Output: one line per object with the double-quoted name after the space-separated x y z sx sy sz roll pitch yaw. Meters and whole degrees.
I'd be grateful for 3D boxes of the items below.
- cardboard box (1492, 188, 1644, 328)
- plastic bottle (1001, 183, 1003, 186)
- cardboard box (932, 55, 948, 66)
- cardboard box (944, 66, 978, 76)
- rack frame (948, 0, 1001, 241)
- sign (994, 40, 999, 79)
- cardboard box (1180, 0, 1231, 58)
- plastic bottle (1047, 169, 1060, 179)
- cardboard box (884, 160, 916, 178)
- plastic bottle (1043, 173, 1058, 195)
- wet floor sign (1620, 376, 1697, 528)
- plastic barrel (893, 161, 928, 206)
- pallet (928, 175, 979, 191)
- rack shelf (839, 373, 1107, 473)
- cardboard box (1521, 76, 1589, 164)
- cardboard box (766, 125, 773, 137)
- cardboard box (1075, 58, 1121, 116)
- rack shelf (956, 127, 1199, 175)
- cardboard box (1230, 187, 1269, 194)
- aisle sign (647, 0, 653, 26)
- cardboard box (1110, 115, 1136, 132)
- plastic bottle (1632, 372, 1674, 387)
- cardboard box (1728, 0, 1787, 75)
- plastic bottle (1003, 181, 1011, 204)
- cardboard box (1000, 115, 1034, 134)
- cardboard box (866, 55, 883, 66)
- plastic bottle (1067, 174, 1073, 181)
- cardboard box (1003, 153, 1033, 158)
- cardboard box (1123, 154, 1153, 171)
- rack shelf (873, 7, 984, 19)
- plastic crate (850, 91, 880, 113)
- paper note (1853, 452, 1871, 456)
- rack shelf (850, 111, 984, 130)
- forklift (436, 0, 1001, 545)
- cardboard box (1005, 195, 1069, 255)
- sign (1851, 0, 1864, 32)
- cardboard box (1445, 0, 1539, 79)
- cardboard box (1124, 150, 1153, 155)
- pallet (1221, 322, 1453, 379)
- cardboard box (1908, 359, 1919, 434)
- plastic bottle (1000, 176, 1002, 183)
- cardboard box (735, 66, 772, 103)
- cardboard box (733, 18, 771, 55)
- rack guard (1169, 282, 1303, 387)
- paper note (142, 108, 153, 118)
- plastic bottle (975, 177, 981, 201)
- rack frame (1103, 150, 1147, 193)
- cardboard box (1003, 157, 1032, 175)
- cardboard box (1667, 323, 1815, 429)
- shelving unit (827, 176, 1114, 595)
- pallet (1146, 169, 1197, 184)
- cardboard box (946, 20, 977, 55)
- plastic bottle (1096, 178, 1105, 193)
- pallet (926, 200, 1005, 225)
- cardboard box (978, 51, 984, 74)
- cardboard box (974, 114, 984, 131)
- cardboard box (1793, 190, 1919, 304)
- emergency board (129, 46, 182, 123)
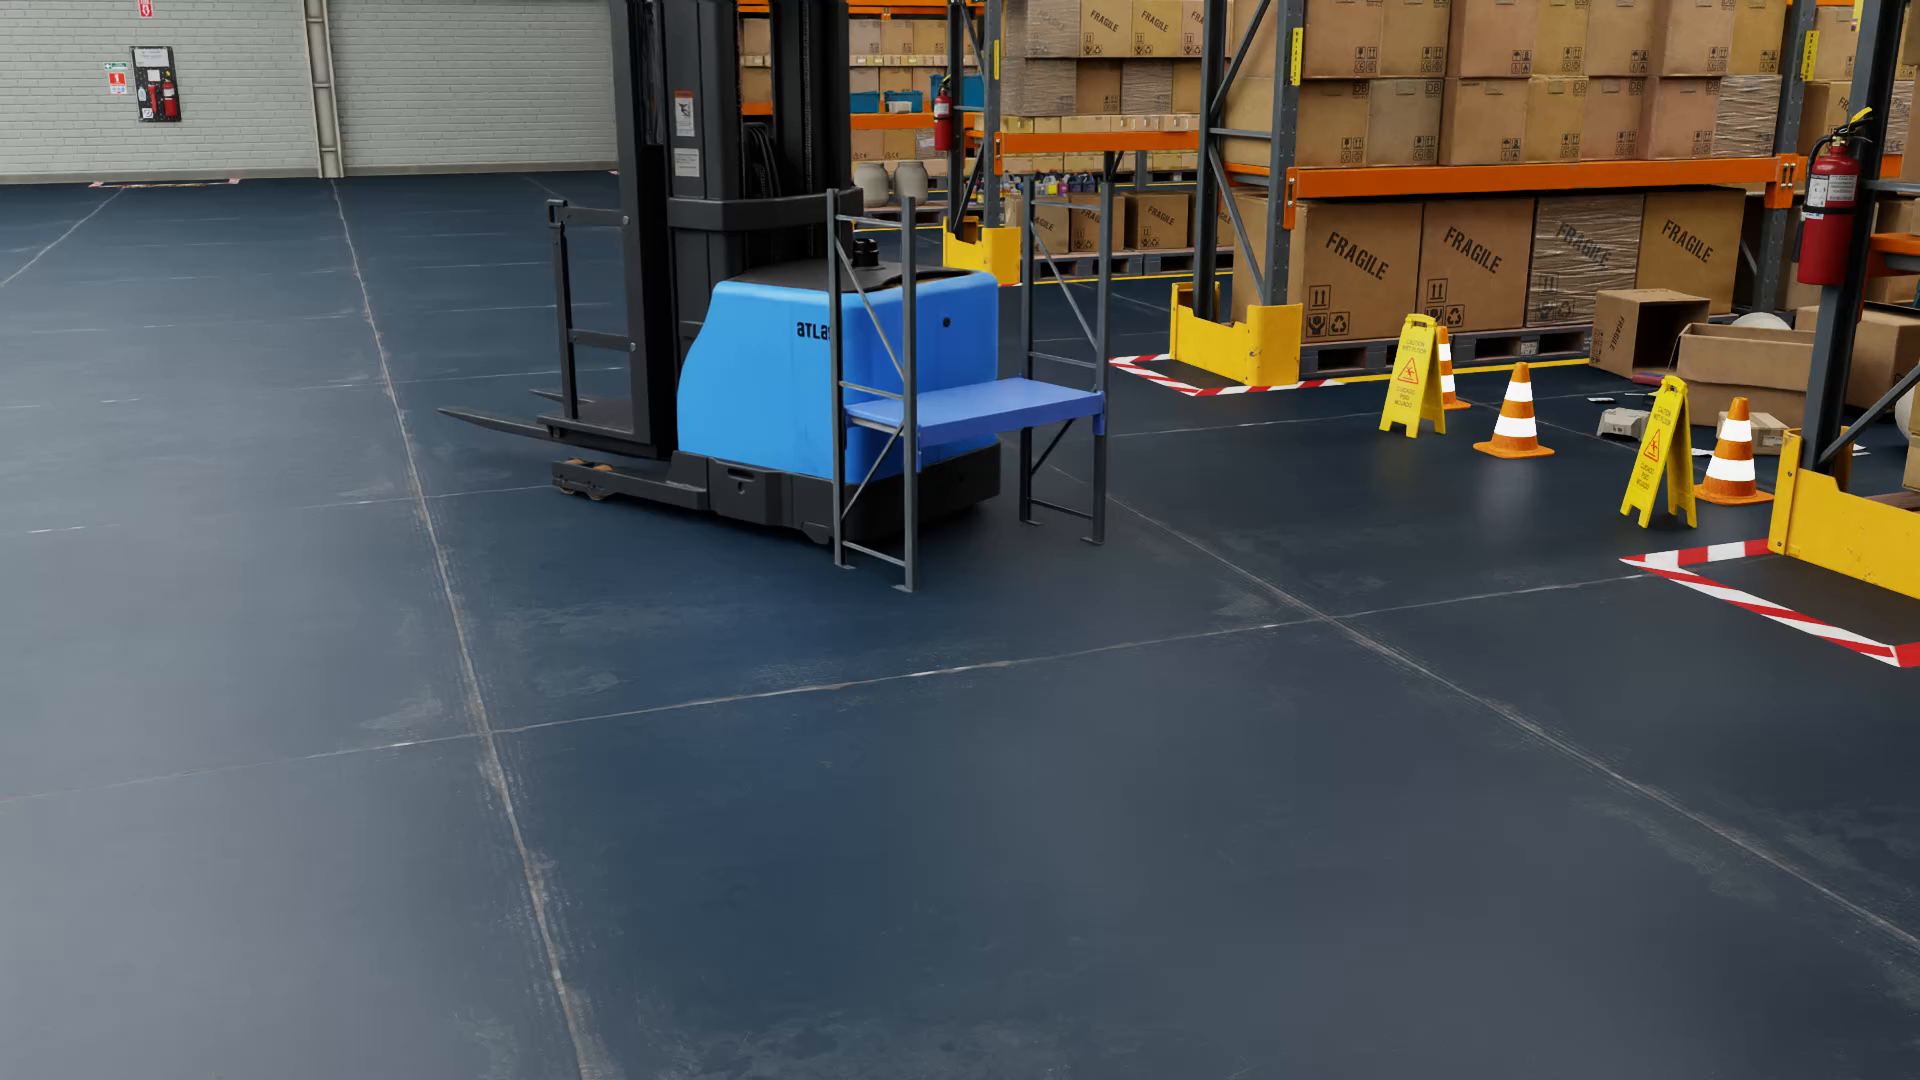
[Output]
4.083 -2.006 11.632 0.875 0.875 0.875 -6 17 -20 "cardboard box"
0.518 -4.368 20.834 0.097 0.201 0.097 0 16 0 "plastic bottle"
-0.338 -7.107 24.648 0.250 0.149 0.380 -7 18 -22 "cardboard box"
-0.098 -6.885 25.042 0.500 0.500 0.700 -7 18 -22 "cardboard box"
0.120 -3.873 14.963 0.127 3.000 1.000 -6 17 -20 "rack frame"
0.314 -4.146 14.355 0.005 0.325 0.100 -6 17 -20 "sign"
2.132 -4.679 15.227 0.500 0.500 0.500 -6 17 -20 "cardboard box"
1.181 -4.547 21.180 0.185 0.351 0.144 -6 17 -19 "plastic bottle"
-0.973 -5.559 24.839 0.500 0.250 0.500 -6 17 -20 "cardboard box"
1.104 -4.327 20.430 0.185 0.351 0.144 -6 17 -20 "plastic bottle"
3.106 -0.398 7.310 0.232 0.644 0.267 0 16 -1 "wet floor sign"
-0.597 -4.321 20.159 0.421 0.512 0.421 0 16 0 "plastic barrel"
-0.444 -5.476 25.371 1.213 0.211 1.003 -6 17 -20 "pallet"
0.052 -0.487 6.732 1.000 0.185 0.538 -14 21 -39 "rack shelf"
3.685 -2.828 11.139 0.500 0.550 0.875 -6 17 -20 "cardboard box"
-3.027 -5.854 24.514 0.500 0.500 0.500 -6 17 -20 "cardboard box"
1.068 -4.194 15.351 0.500 0.500 0.875 -6 17 -20 "cardboard box"
1.988 -3.730 15.752 4.000 0.370 1.077 -6 17 -20 "rack shelf"
2.935 -3.189 16.325 0.500 0.500 0.500 -1 16 -2 "cardboard box"
-5.157 -8.944 27.618 0.004 0.787 0.394 -6 17 -20 "aisle sign"
1.413 -3.814 15.208 0.250 0.149 0.380 -6 17 -20 "cardboard box"
4.364 -0.995 10.379 0.133 0.061 0.283 -14 21 -39 "plastic bottle"
5.179 -3.523 11.589 0.550 0.550 0.875 -6 17 -20 "cardboard box"
0.566 -4.224 20.219 0.097 0.271 0.097 0 16 0 "plastic bottle"
0.472 -3.719 14.883 0.250 0.149 0.380 -6 17 -20 "cardboard box"
-1.296 -7.003 24.294 0.250 0.149 0.380 -6 17 -18 "cardboard box"
1.375 -4.503 21.148 0.133 0.283 0.061 -6 17 -20 "plastic bottle"
0.789 -6.010 25.382 0.500 0.311 0.500 -6 17 -20 "cardboard box"
2.694 -5.949 26.166 0.500 0.250 0.500 -6 17 -19 "cardboard box"
0.406 -9.482 30.016 4.000 0.370 1.077 -6 17 -20 "rack shelf"
-1.292 -5.234 19.862 0.616 0.251 0.499 -6 17 -20 "plastic crate"
4.652 -0.445 8.595 0.123 0.001 0.032 -6 17 -20 "paper note"
0.215 -5.033 20.189 4.000 0.370 1.077 -6 17 -20 "rack shelf"
-1.303 -1.694 7.666 3.031 2.935 1.130 12 20 35 "forklift"
0.709 -2.934 15.456 0.500 0.500 0.500 -3 17 -10 "cardboard box"
3.486 -2.121 6.381 0.005 0.325 0.100 -6 17 -20 "sign"
3.213 -3.276 10.746 0.550 0.550 0.875 -6 17 -20 "cardboard box"
2.693 -6.216 26.081 0.500 0.311 0.500 -6 17 -20 "cardboard box"
2.519 -1.321 11.222 1.213 0.211 1.003 -6 17 -20 "pallet"
4.321 -0.657 6.816 0.500 0.500 0.500 -6 17 -20 "cardboard box"
0.434 -4.467 20.906 0.185 0.351 0.144 -5 17 -18 "plastic bottle"
-2.981 -6.571 23.975 0.500 0.500 0.700 -6 17 -20 "cardboard box"
-2.931 -7.199 23.811 0.500 0.500 0.700 -6 17 -20 "cardboard box"
1.778 -1.356 10.829 0.348 0.500 1.175 -6 17 -20 "rack guard"
-12.967 -6.815 26.544 0.142 0.148 0.016 -6 17 -20 "paper note"
0.190 -4.375 20.712 0.133 0.283 0.061 -6 17 -20 "plastic bottle"
2.083 -5.579 20.774 0.127 3.000 1.000 -6 17 -20 "rack frame"
0.779 -5.741 25.458 0.500 0.250 0.500 -7 18 -21 "cardboard box"
4.400 -0.911 9.308 0.797 0.503 0.637 9 19 28 "cardboard box"
0.052 -0.659 6.681 1.048 1.500 0.538 -14 21 -39 "shelving unit"
3.267 -5.876 26.732 1.213 0.211 1.003 -6 17 -20 "pallet"
-0.098 -7.507 24.859 0.500 0.500 0.700 -6 17 -20 "cardboard box"
1.752 -4.352 20.634 0.133 0.283 0.061 -5 17 -17 "plastic bottle"
0.300 -4.061 20.552 1.213 0.211 1.003 -6 17 -20 "pallet"
0.154 -8.617 30.158 0.500 0.500 0.700 -4 17 -12 "cardboard box"
0.312 -3.836 15.282 0.250 0.149 0.380 -6 17 -20 "cardboard box"
6.985 -2.266 12.737 0.750 0.750 1.050 -6 17 -20 "cardboard box"
-12.777 -7.237 26.419 0.643 1.169 0.194 -6 17 -20 "emergency board"
